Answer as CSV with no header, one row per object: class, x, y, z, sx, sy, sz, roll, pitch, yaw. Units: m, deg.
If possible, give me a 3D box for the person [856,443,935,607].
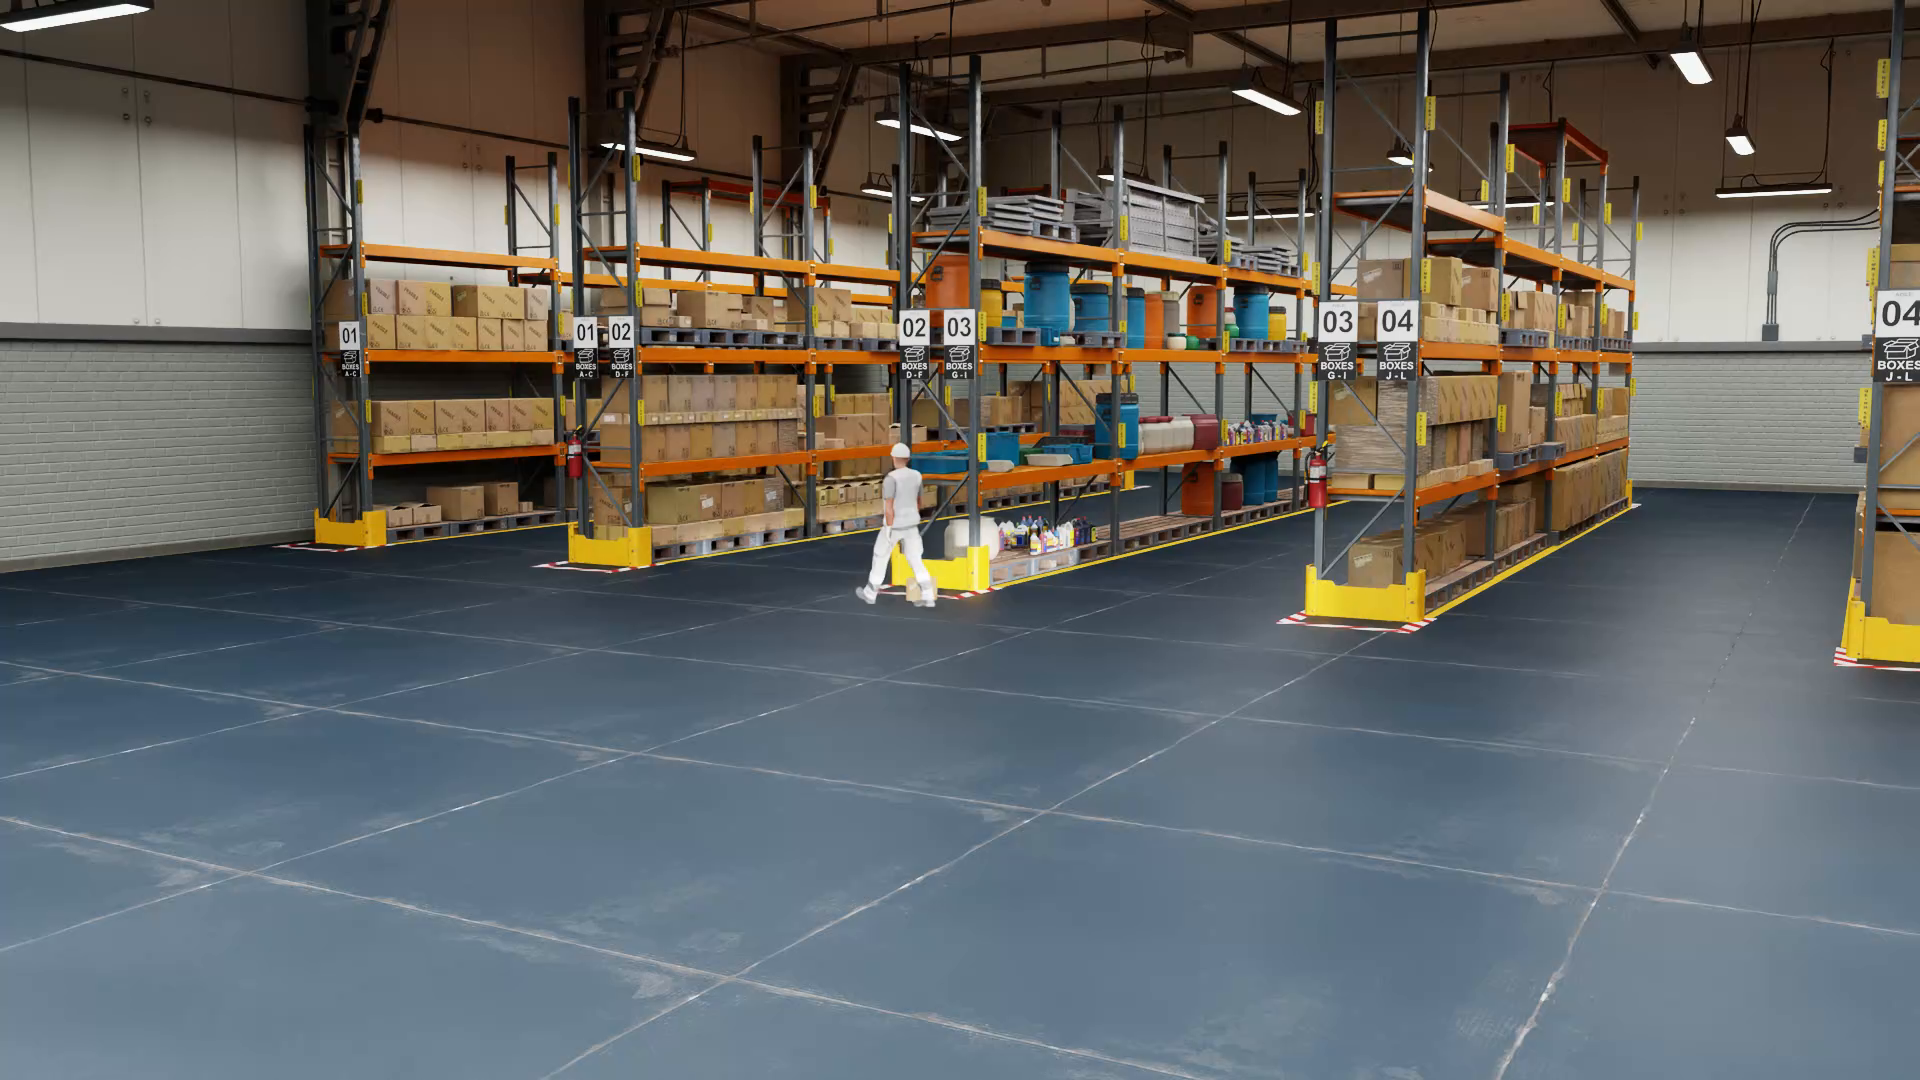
person,-0.684,-0.163,17.635,0.563,1.736,1.008,-4,7,-36
